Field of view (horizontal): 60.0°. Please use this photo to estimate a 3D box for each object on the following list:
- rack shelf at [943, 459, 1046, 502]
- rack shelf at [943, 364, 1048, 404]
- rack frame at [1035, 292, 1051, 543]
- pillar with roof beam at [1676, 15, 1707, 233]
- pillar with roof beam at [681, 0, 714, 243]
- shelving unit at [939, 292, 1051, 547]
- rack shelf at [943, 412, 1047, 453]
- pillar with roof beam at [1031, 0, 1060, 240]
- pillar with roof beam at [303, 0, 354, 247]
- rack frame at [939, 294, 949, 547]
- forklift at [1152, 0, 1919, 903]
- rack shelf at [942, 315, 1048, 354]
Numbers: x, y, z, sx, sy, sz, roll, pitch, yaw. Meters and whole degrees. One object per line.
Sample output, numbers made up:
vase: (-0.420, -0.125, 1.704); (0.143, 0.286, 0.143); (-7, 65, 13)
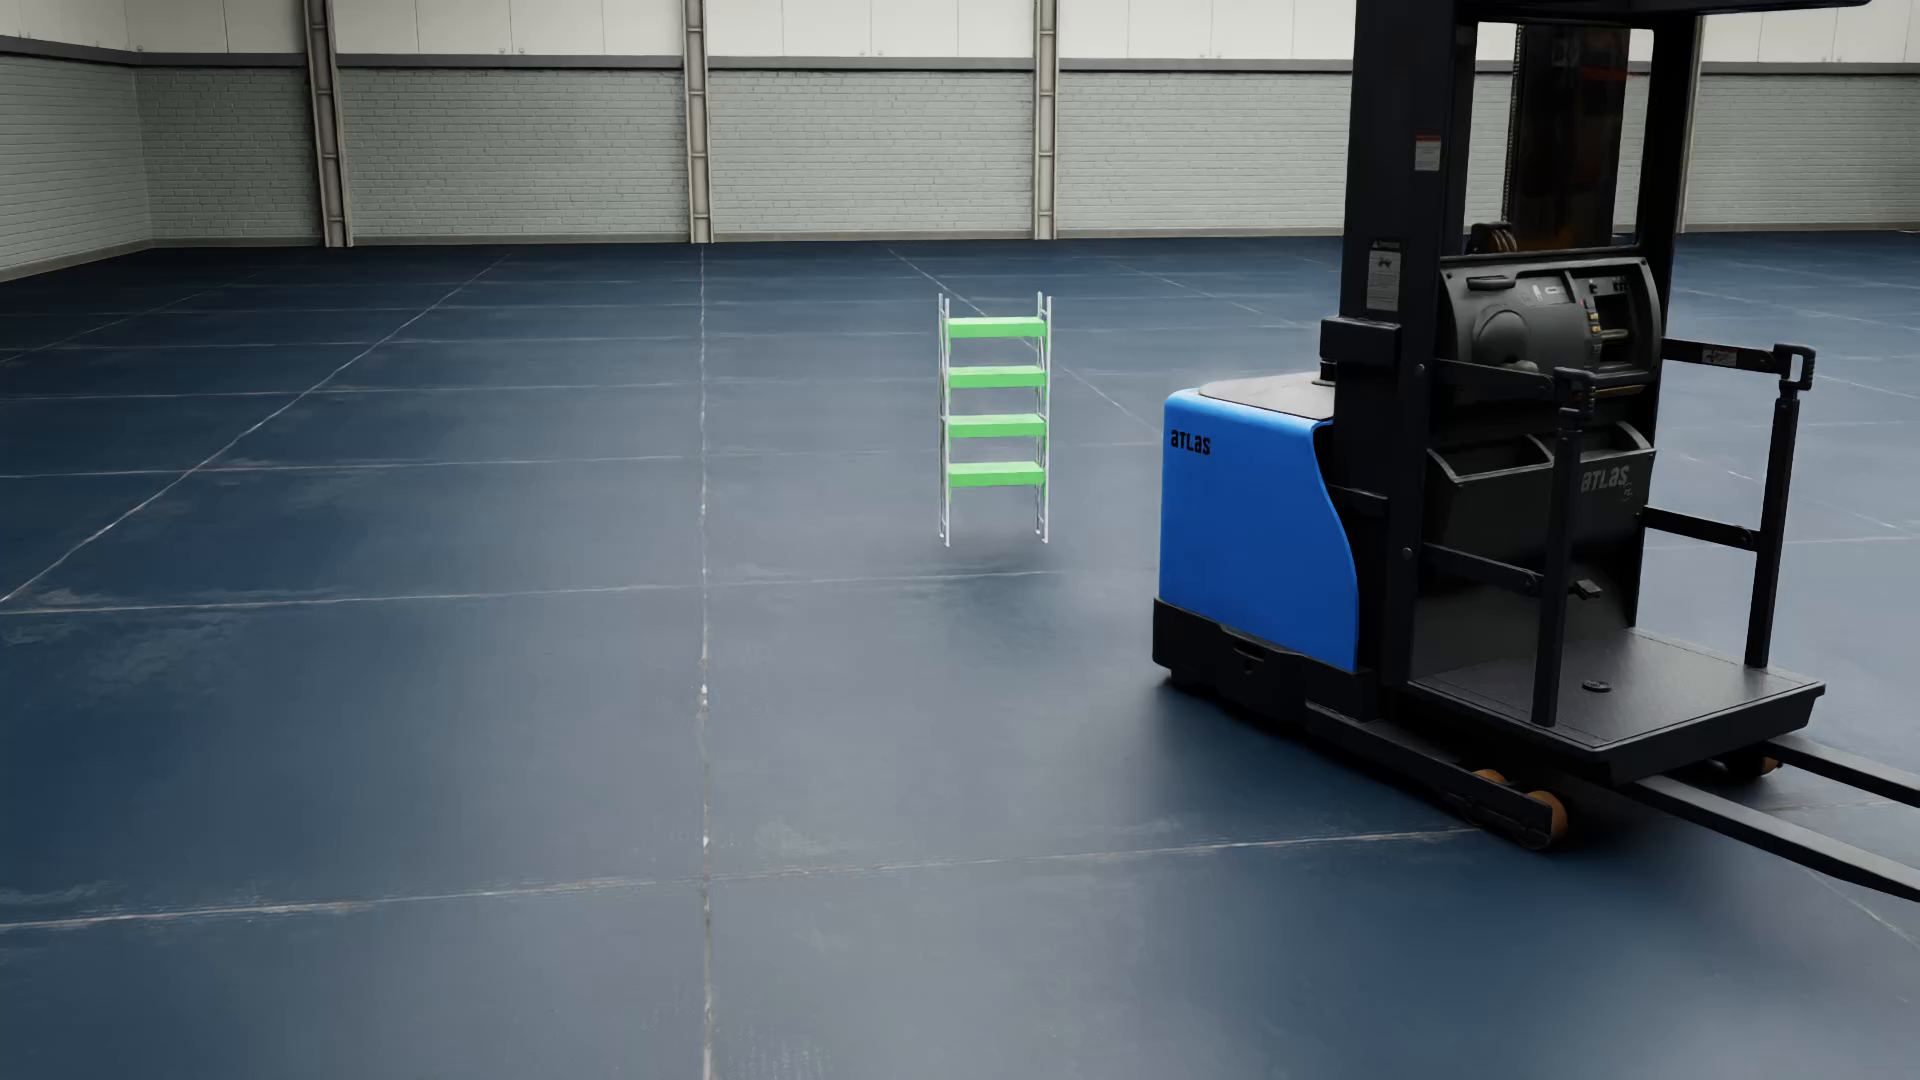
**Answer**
rack shelf: (0.164, -0.293, 8.174); (0.480, 0.148, 0.258); (-2, 14, -8)
rack shelf: (0.164, -0.759, 8.057); (0.480, 0.148, 0.258); (-2, 14, -8)
rack frame: (0.405, -0.597, 8.135); (0.015, 1.200, 0.240); (-2, 14, -8)
pillar with roof beam: (13.997, -9.114, 26.066); (0.400, 9.000, 9.100); (-2, 14, -8)
pillar with roof beam: (-3.803, -8.462, 23.465); (0.400, 9.000, 9.100); (-2, 14, -8)
shelving unit: (0.164, -0.588, 8.100); (0.503, 1.200, 0.258); (-2, 14, -8)
rack shelf: (0.164, -0.526, 8.115); (0.480, 0.148, 0.258); (-2, 14, -8)
pillar with roof beam: (2.130, -8.680, 24.332); (0.400, 9.000, 9.100); (-2, 14, -8)
pillar with roof beam: (-9.736, -8.245, 22.598); (0.400, 9.000, 9.100); (-2, 14, -8)
rack frame: (-0.078, -0.579, 8.065); (0.015, 1.200, 0.240); (-2, 14, -8)
forklift: (1.917, -0.672, 4.875); (1.130, 2.935, 3.031); (-9, 16, -31)
rack shelf: (0.164, -0.992, 7.999); (0.480, 0.148, 0.258); (-2, 14, -8)
